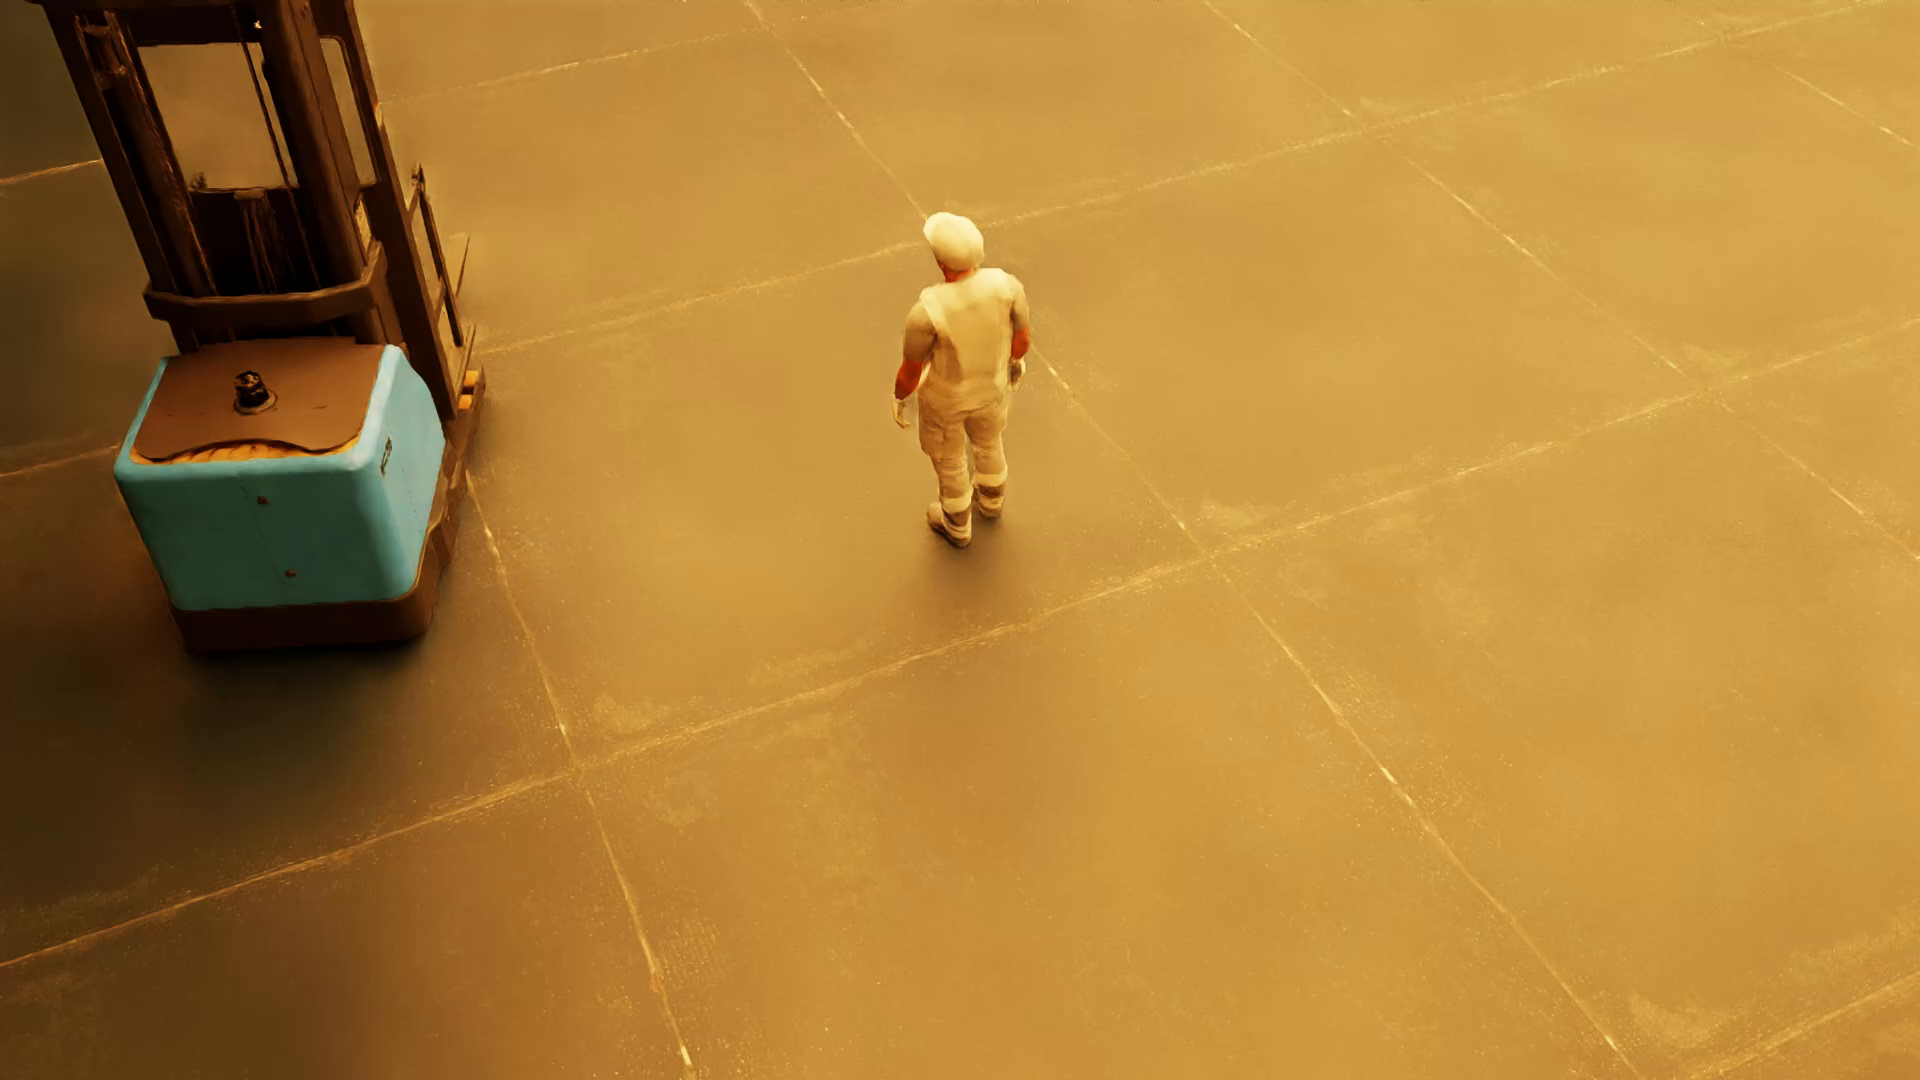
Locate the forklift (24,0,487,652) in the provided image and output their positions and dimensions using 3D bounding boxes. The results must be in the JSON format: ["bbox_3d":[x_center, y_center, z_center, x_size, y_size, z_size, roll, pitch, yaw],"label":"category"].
[{"bbox_3d":[-2.983,-1.589,7.382,1.130,2.935,3.031,-3,43,-4],"label":"forklift"}]

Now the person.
[{"bbox_3d":[-0.024,-0.712,7.270,0.637,1.787,0.563,-18,46,-18],"label":"person"}]
